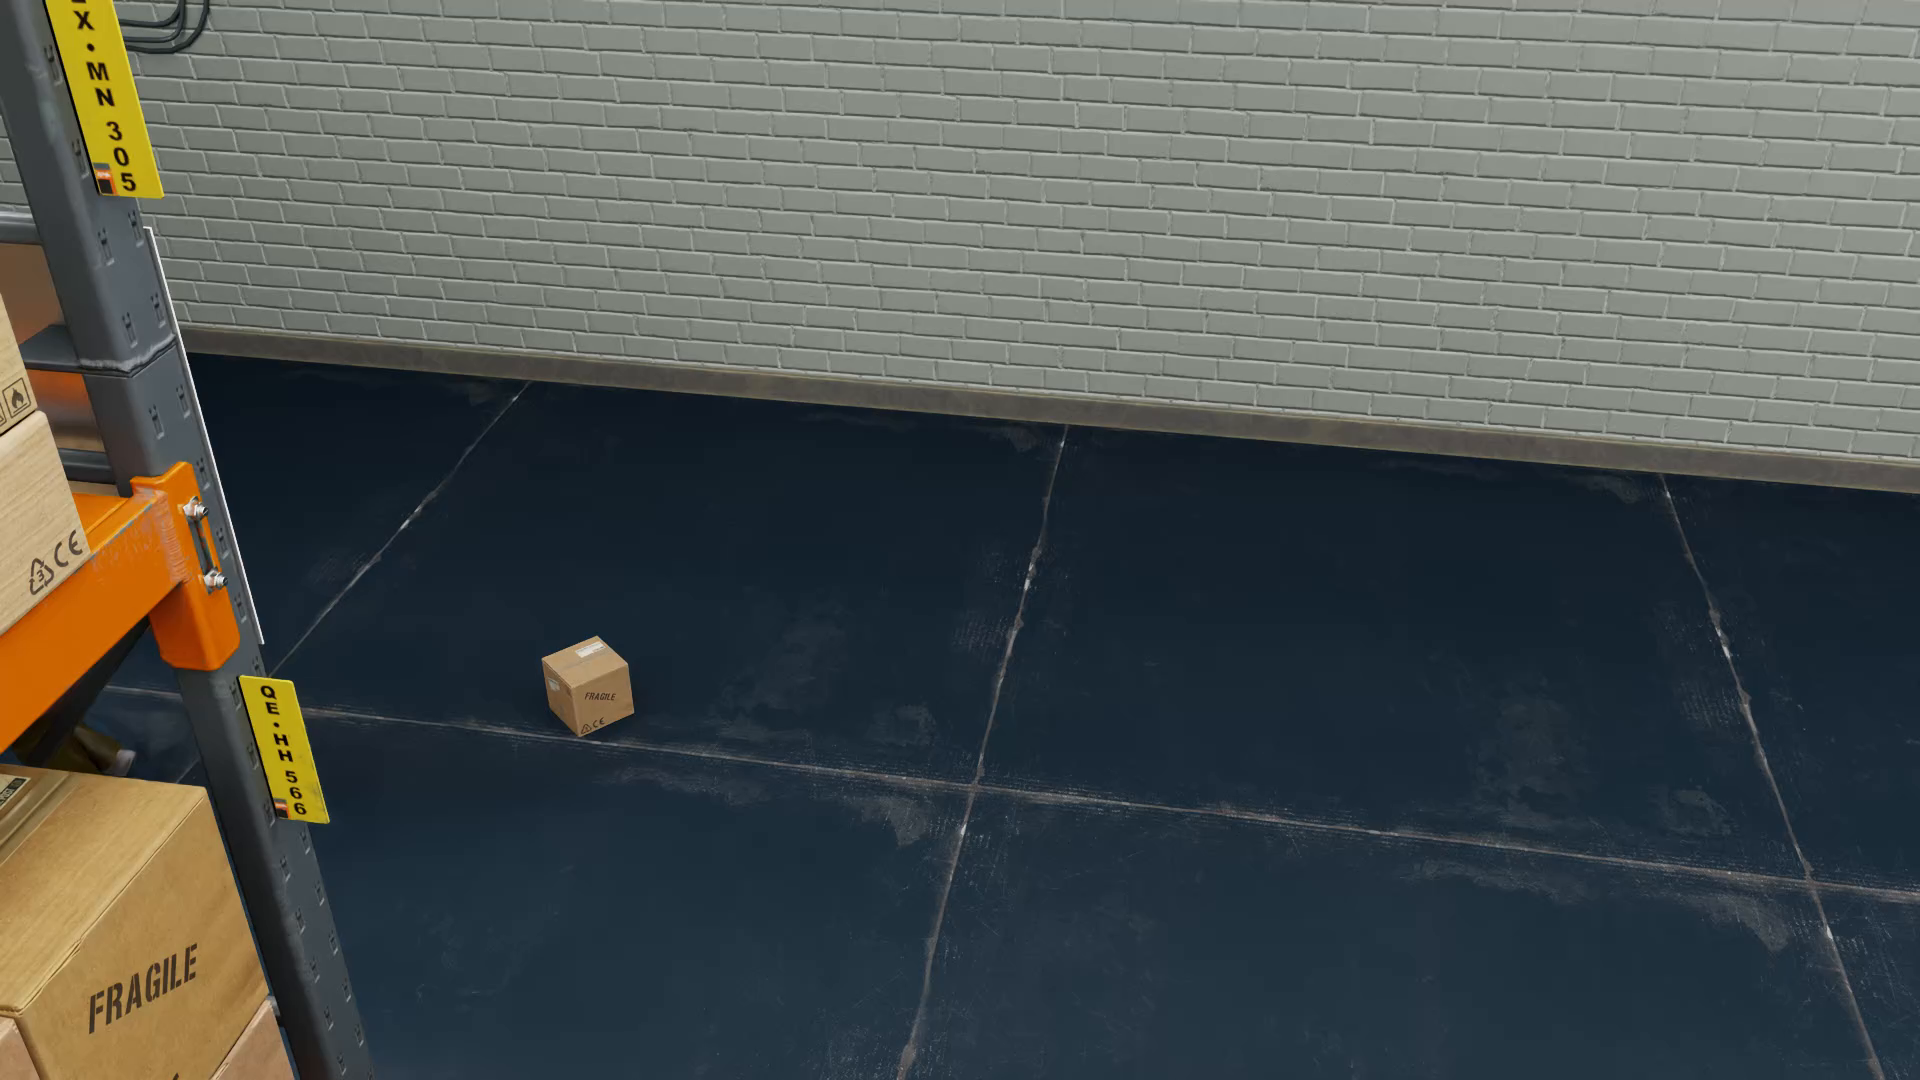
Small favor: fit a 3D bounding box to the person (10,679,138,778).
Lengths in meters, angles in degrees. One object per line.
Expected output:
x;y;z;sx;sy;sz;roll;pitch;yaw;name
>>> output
-3.207;0.329;5.589;0.497;1.786;0.608;-7;33;-11;person
